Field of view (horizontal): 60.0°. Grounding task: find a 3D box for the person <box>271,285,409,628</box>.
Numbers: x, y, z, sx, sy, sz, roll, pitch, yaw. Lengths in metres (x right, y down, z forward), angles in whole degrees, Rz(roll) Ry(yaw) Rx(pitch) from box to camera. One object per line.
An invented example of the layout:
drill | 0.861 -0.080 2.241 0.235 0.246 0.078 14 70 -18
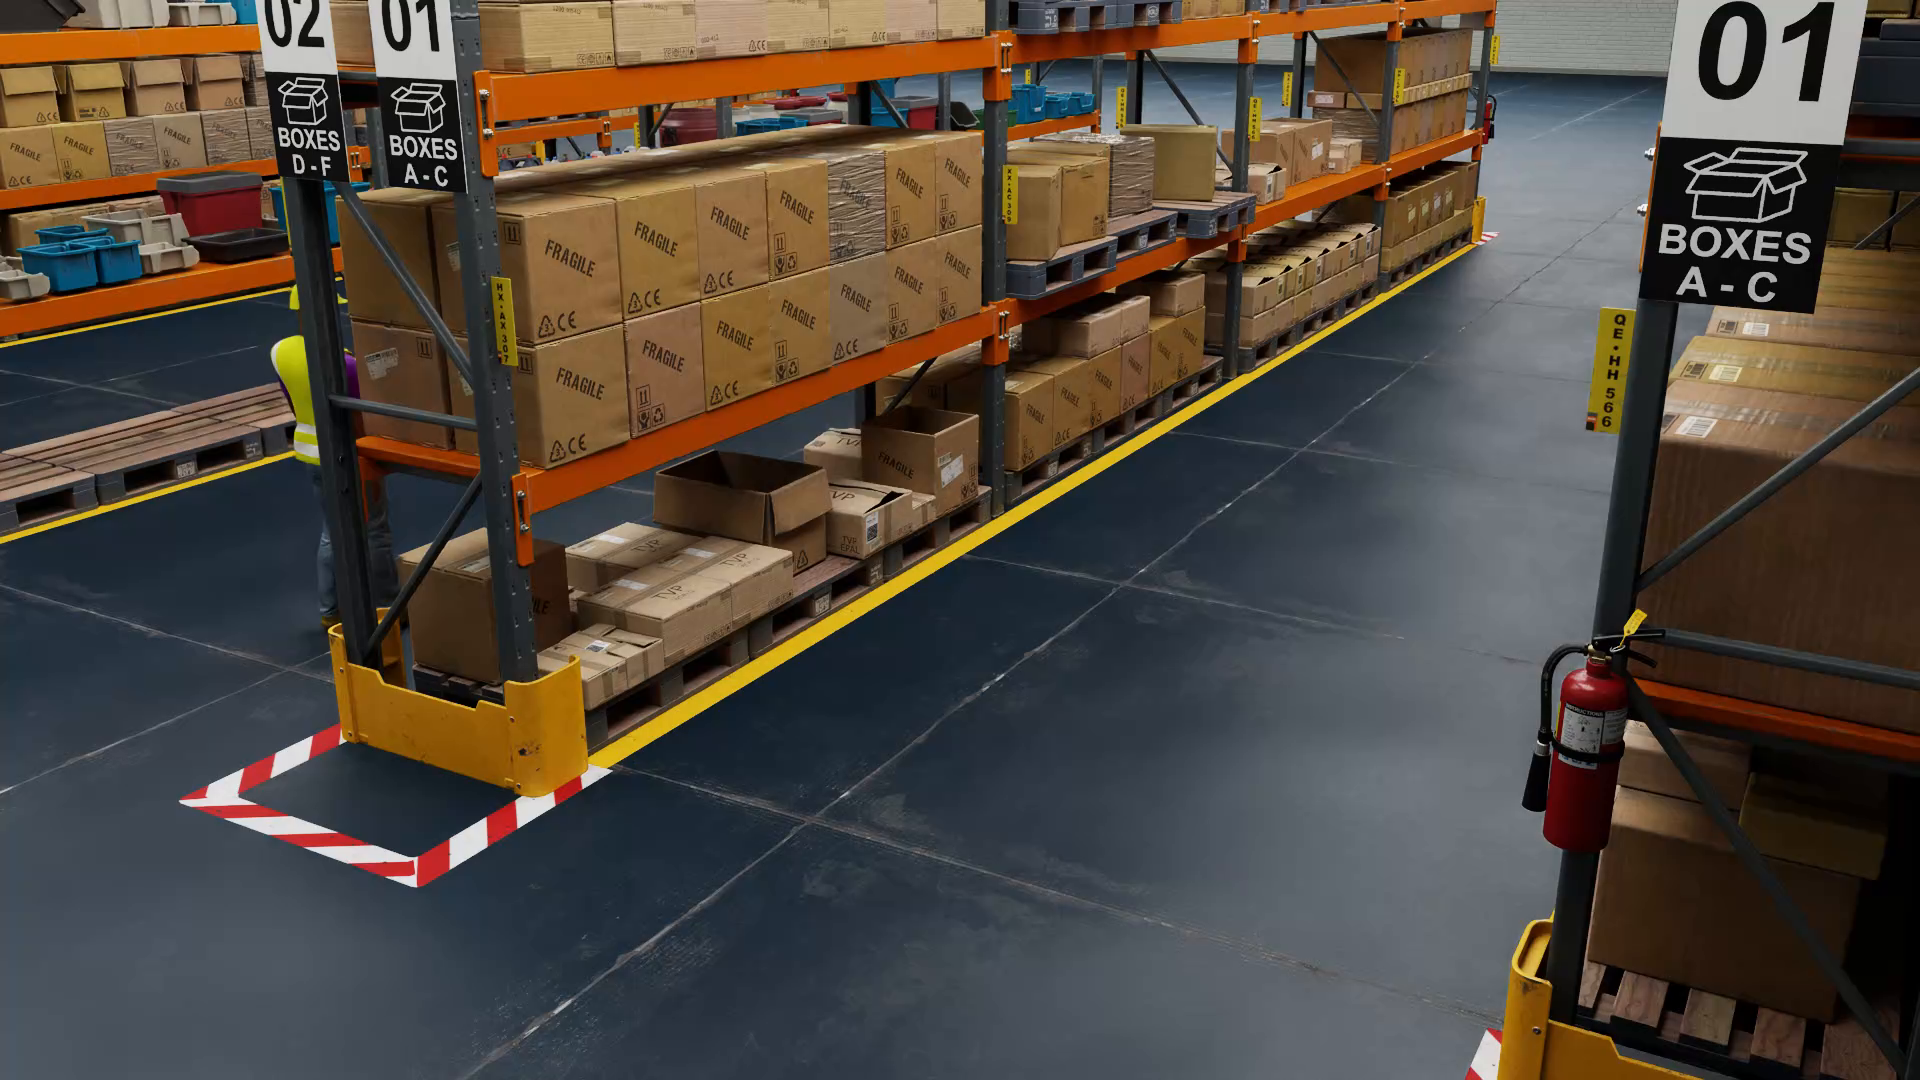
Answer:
person | -3.003 -0.423 8.200 0.608 1.771 0.514 12 22 30
